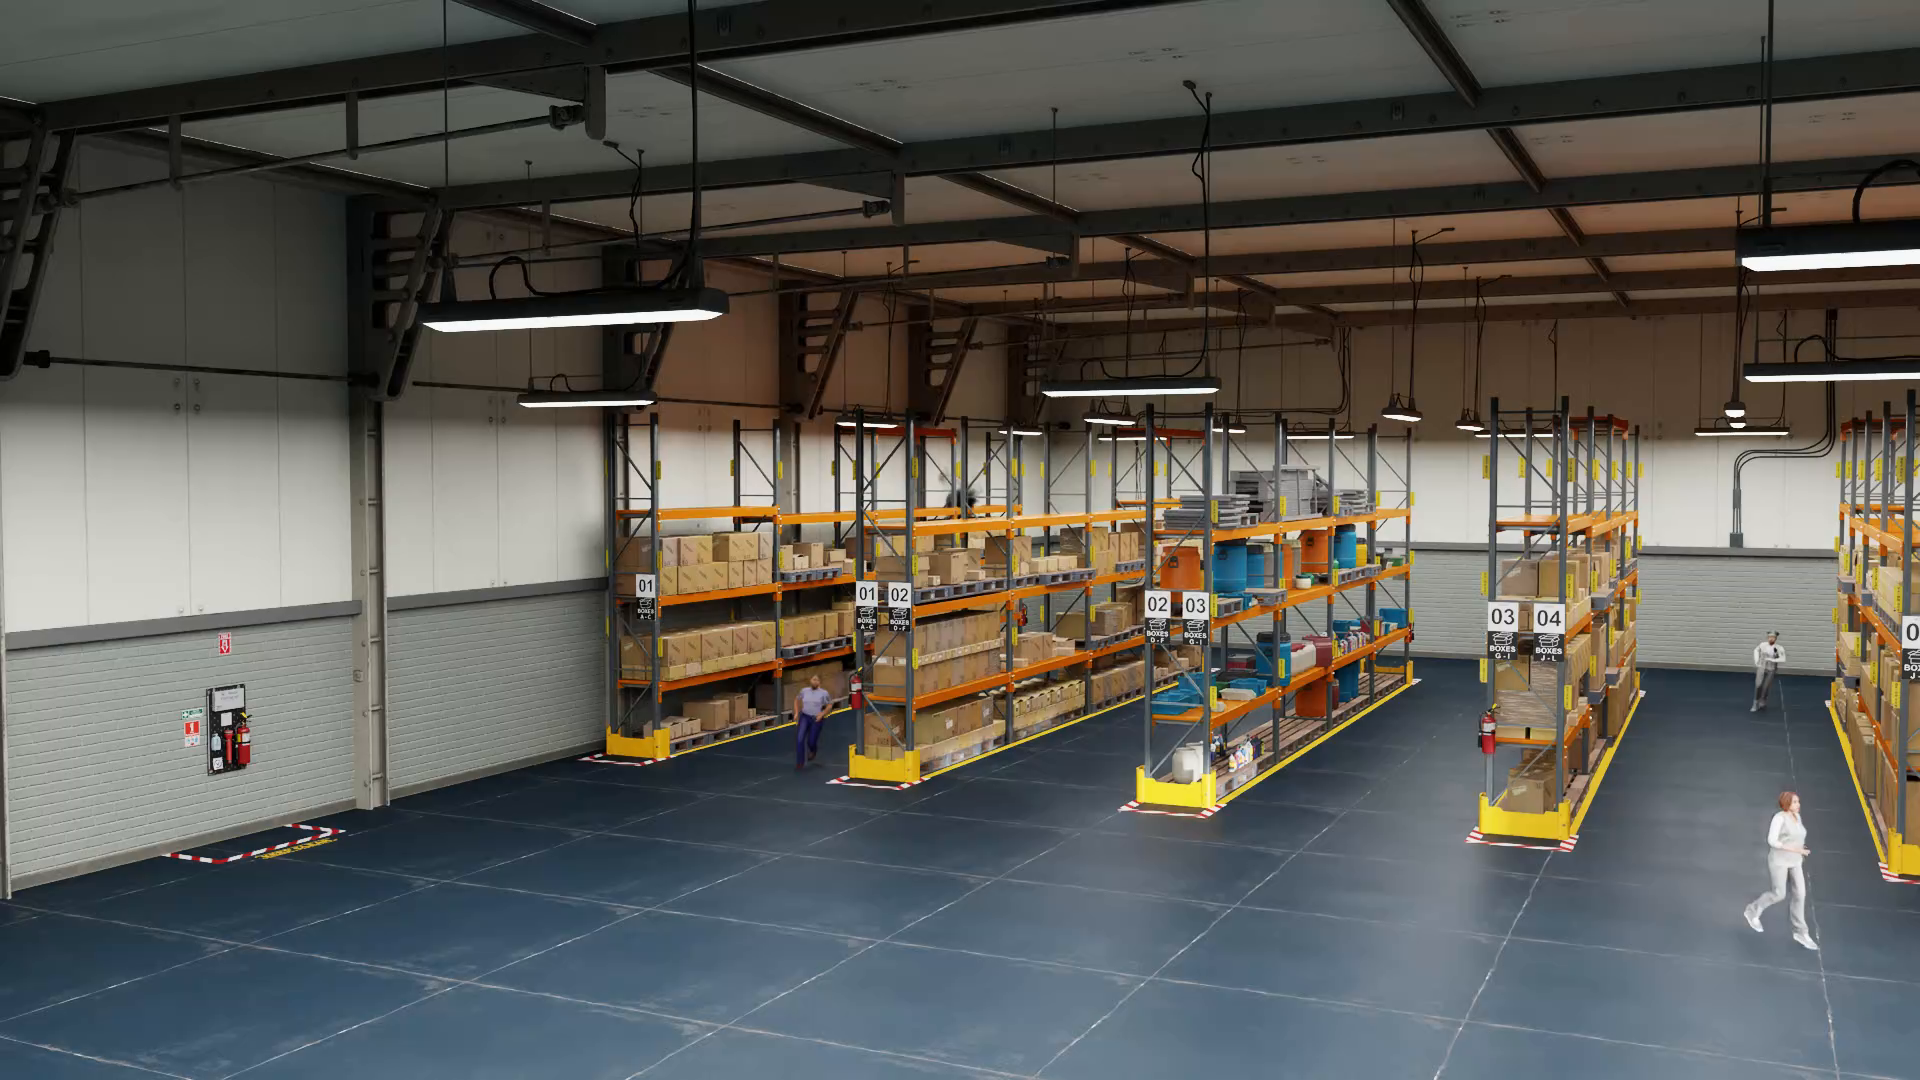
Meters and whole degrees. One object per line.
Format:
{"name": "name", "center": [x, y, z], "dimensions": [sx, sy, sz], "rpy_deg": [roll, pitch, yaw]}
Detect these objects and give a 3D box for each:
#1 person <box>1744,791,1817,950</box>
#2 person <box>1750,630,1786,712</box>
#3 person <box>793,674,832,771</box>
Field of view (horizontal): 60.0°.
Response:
{"name": "person", "center": [8.738, 3.456, 17.659], "dimensions": [0.562, 1.622, 0.779], "rpy_deg": [-1, 3, -28]}
{"name": "person", "center": [16.832, 2.729, 34.578], "dimensions": [0.622, 1.737, 0.758], "rpy_deg": [1, 3, 31]}
{"name": "person", "center": [-2.479, 3.056, 27.941], "dimensions": [0.647, 1.611, 0.683], "rpy_deg": [0, 2, 7]}
